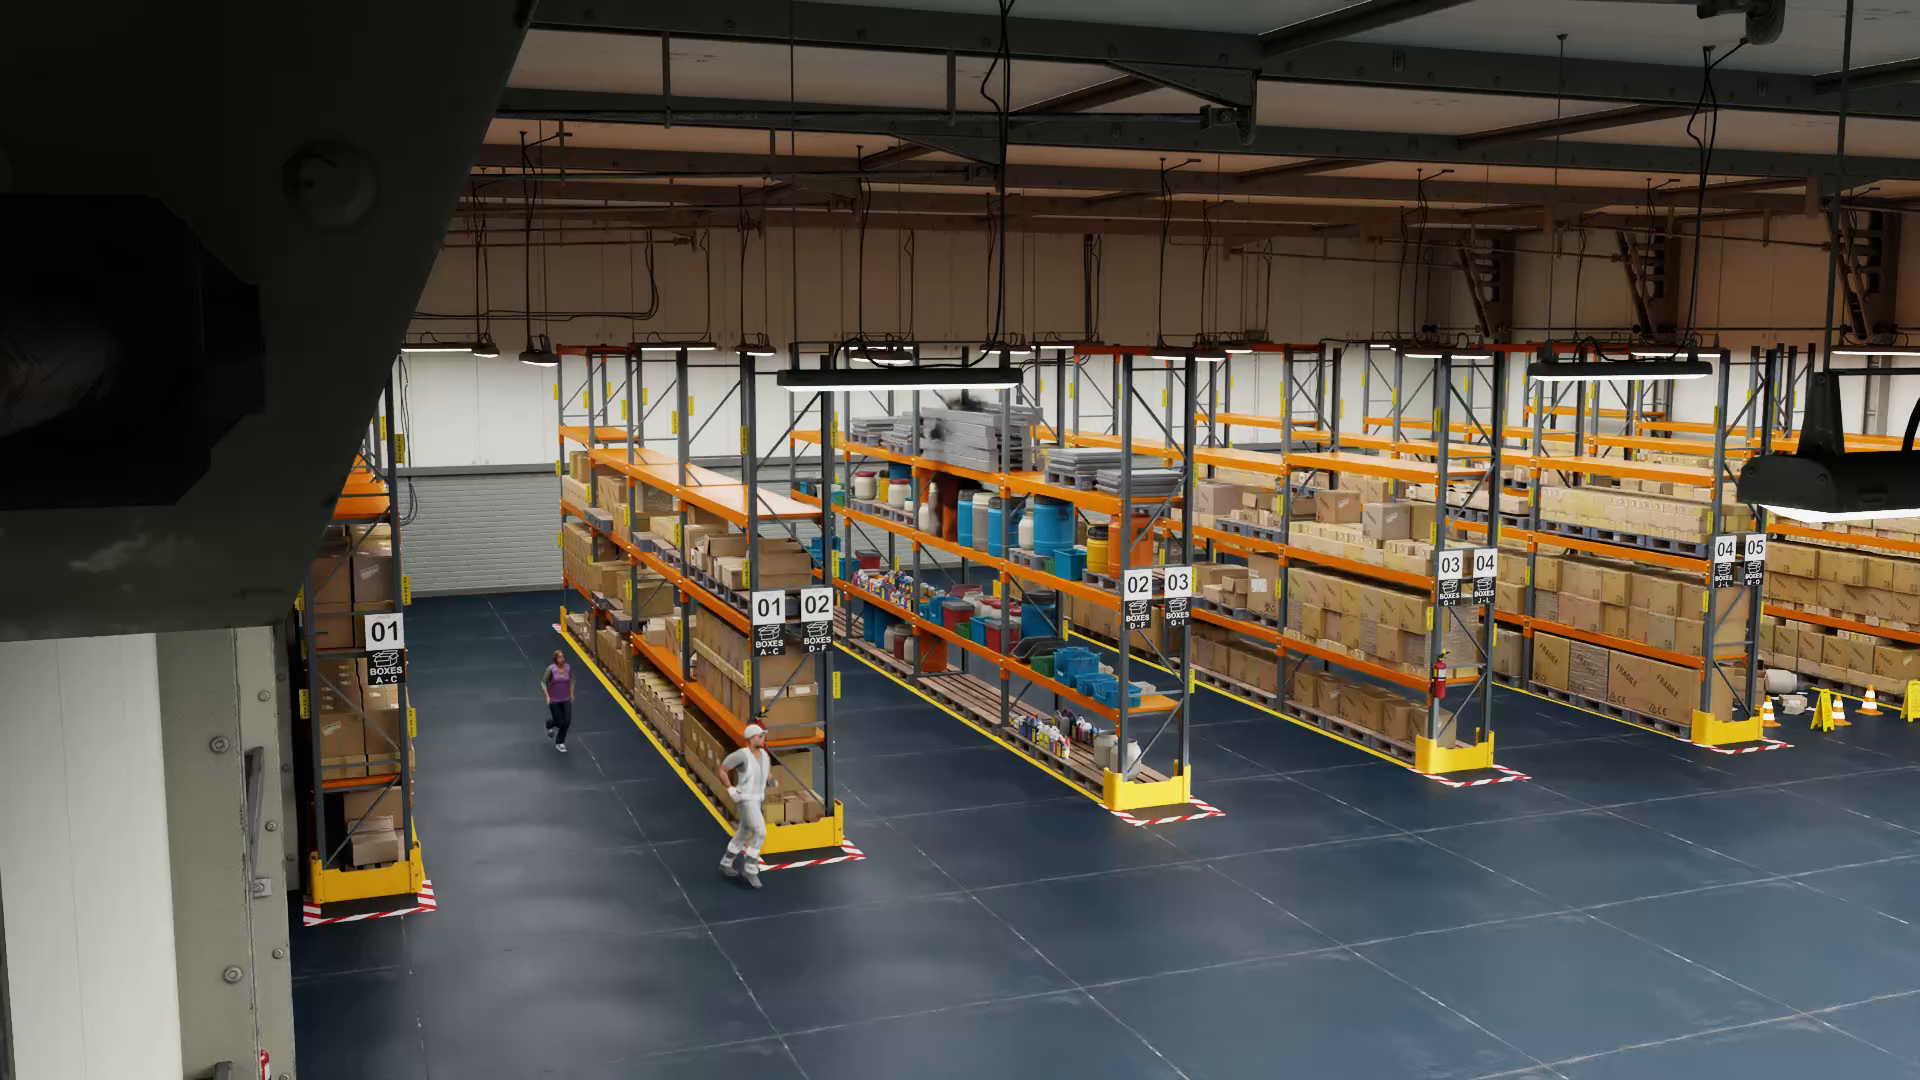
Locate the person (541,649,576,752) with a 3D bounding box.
[{"bbox_3d":[-6.046,2.402,25.050,0.520,1.553,0.576,-5,9,-33],"label":"person"}]

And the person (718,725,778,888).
[{"bbox_3d":[-2.415,3.036,19.198,0.706,1.819,0.660,3,8,23],"label":"person"}]

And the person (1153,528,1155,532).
[{"bbox_3d":[4.462,0.501,39.613,0.655,1.634,0.730,0,7,4],"label":"person"}]
